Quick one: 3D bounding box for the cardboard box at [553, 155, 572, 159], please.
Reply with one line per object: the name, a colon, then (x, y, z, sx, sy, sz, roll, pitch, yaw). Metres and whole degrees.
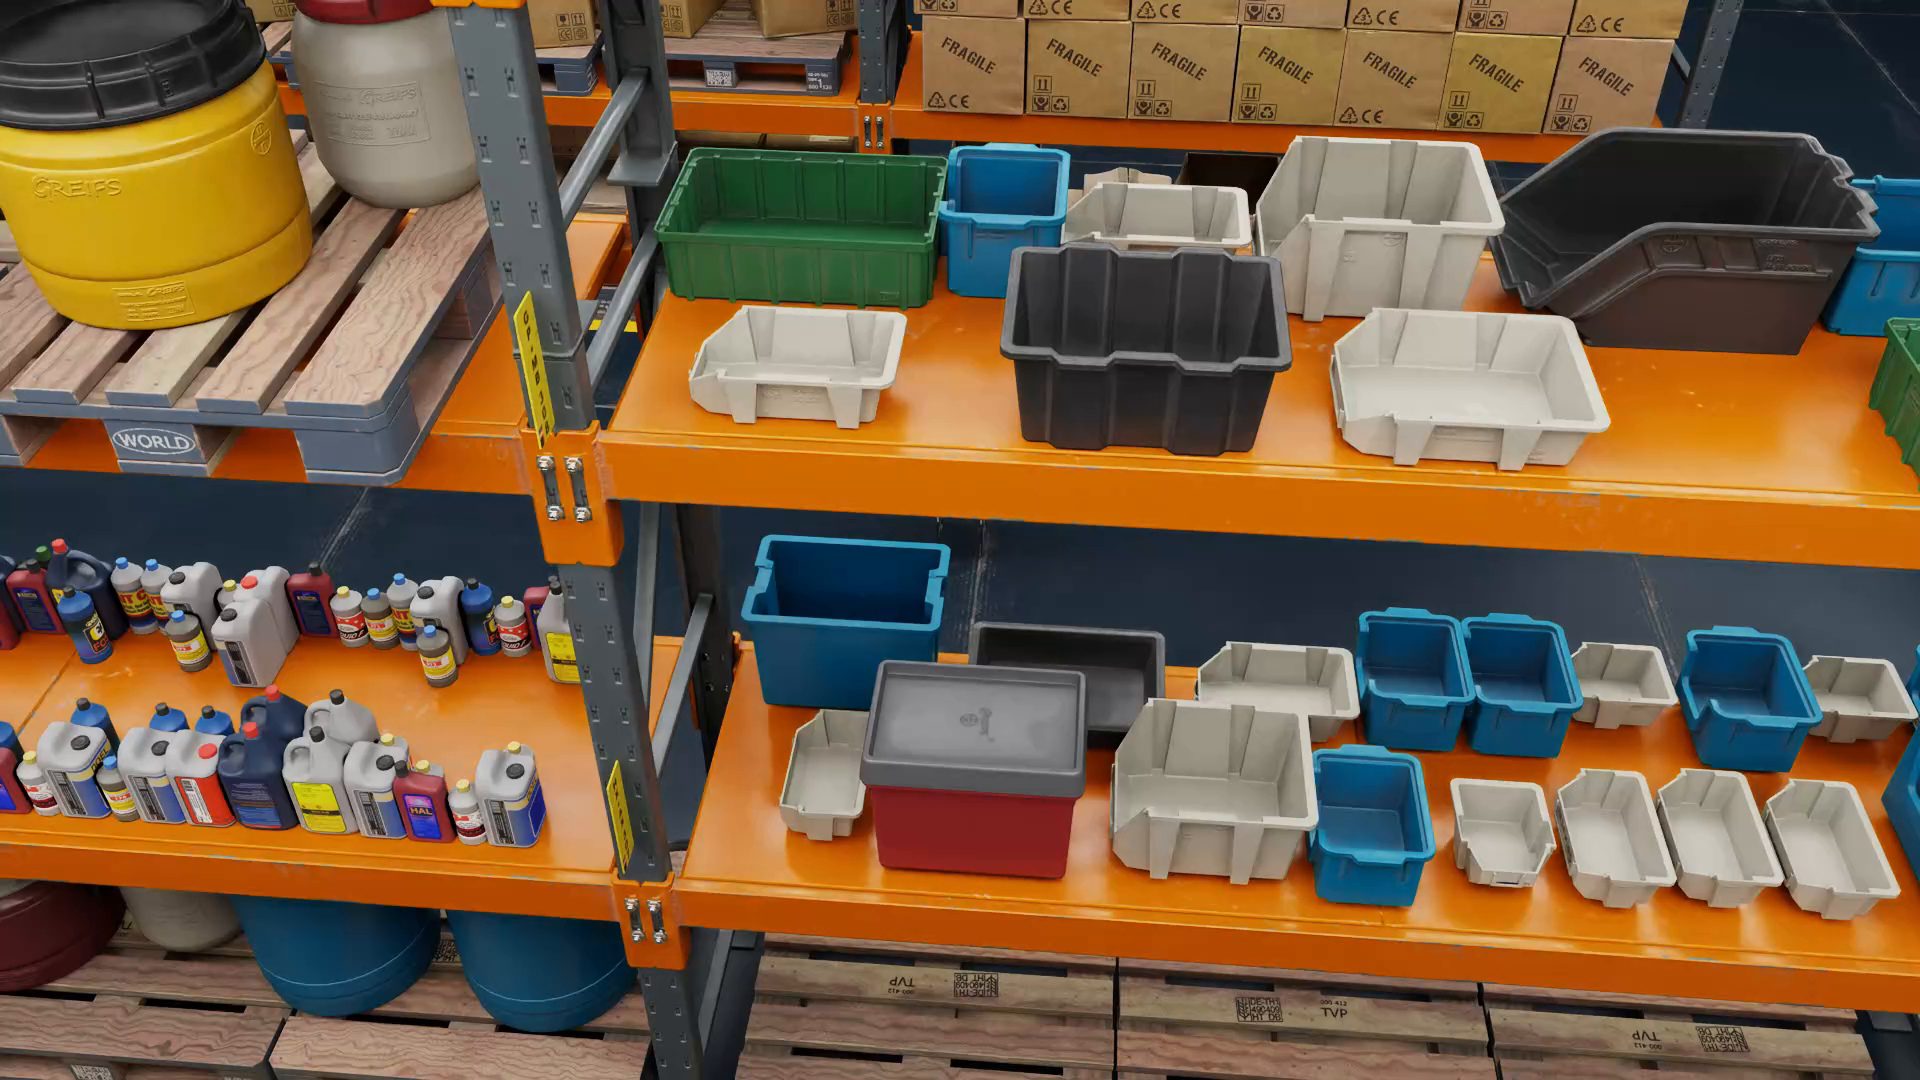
cardboard box: (-2.386, -2.102, 9.588, 0.500, 0.500, 0.500, 2, 39, 2)

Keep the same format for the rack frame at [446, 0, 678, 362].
rack frame: (-0.823, -1.851, 2.895, 0.127, 3.000, 1.000, 3, 39, 4)

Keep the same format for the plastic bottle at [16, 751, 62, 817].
plastic bottle: (-2.593, 0.678, 4.698, 0.097, 0.201, 0.097, 0, 39, 0)

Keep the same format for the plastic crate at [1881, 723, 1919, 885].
plastic crate: (2.812, 0.756, 4.370, 0.499, 0.435, 0.616, 3, 39, 4)

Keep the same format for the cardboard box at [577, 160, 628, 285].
cardboard box: (-1.900, -1.747, 9.152, 0.500, 0.500, 0.500, 4, 39, 4)

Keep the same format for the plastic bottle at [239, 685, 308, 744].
plastic bottle: (-1.939, 0.550, 4.737, 0.185, 0.351, 0.144, 3, 39, 4)

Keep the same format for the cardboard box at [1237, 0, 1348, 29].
cardboard box: (1.594, -2.780, 7.917, 0.500, 0.500, 0.500, 4, 39, 5)

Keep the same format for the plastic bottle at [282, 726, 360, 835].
plastic bottle: (-1.767, 0.651, 4.614, 0.185, 0.351, 0.144, 3, 39, 4)

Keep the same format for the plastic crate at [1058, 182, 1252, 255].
plastic crate: (0.477, -0.755, 4.135, 0.466, 0.136, 0.293, 3, 39, 4)

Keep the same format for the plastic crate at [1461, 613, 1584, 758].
plastic crate: (1.633, 0.443, 4.915, 0.300, 0.233, 0.416, 3, 39, 4)

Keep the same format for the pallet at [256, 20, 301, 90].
pallet: (-3.696, -2.790, 8.953, 1.003, 0.211, 1.213, 3, 39, 4)

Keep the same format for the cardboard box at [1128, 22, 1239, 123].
cardboard box: (1.101, -2.424, 8.273, 0.500, 0.500, 0.500, 3, 39, 4)

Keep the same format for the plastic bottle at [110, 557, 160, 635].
plastic bottle: (-2.615, 0.169, 5.268, 0.097, 0.271, 0.097, 0, 39, 0)

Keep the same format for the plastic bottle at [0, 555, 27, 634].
plastic bottle: (-3.075, 0.128, 5.256, 0.185, 0.351, 0.144, 3, 39, 4)

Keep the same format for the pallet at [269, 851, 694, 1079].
pallet: (-1.588, 1.489, 5.753, 1.213, 0.211, 1.003, 3, 39, 4)

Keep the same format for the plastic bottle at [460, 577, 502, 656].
plastic bottle: (-1.498, 0.230, 5.193, 0.097, 0.271, 0.097, 0, 39, 0)

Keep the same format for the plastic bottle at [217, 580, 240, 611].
plastic bottle: (-2.287, 0.214, 5.268, 0.097, 0.201, 0.097, 0, 39, 0)

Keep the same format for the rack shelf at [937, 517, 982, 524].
rack shelf: (0.008, -0.183, 7.600, 0.200, 0.077, 0.258, 3, 39, 4)

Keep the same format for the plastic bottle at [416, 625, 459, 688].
plastic bottle: (-1.608, 0.348, 5.104, 0.097, 0.201, 0.097, 0, 39, 0)

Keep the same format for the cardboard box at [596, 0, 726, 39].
cardboard box: (-1.535, -3.005, 8.654, 0.500, 0.500, 0.700, 9, 40, 11)

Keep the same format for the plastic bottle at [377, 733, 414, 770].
plastic bottle: (-1.615, 0.635, 4.751, 0.097, 0.201, 0.097, 0, 39, 0)

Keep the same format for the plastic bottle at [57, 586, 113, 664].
plastic bottle: (-2.725, 0.254, 5.163, 0.097, 0.271, 0.097, 0, 39, 0)

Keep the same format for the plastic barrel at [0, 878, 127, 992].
plastic barrel: (-3.194, 1.108, 5.590, 0.708, 0.588, 0.600, 3, 39, 4)

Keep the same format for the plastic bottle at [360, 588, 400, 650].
plastic bottle: (-1.826, 0.239, 5.237, 0.097, 0.201, 0.097, 0, 39, 0)

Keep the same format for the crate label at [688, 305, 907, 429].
crate label: (-0.361, -0.377, 3.670, 0.466, 0.136, 0.293, 3, 39, 4)

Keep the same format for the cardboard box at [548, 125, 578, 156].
cardboard box: (-2.349, -2.392, 9.351, 0.500, 0.250, 0.500, 2, 39, 3)

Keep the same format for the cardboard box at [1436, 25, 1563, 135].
cardboard box: (2.606, -2.339, 8.169, 0.500, 0.500, 0.500, 3, 39, 4)

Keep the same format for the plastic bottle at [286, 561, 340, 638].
plastic bottle: (-2.037, 0.184, 5.240, 0.133, 0.283, 0.061, 3, 39, 4)

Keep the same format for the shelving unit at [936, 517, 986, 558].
shelving unit: (0.008, -0.349, 7.465, 0.210, 0.900, 0.258, 3, 39, 4)

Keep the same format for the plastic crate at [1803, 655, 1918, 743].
plastic crate: (2.632, 0.483, 4.942, 0.298, 0.136, 0.250, 3, 39, 4)

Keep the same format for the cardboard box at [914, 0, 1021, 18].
cardboard box: (0.053, -2.863, 8.020, 0.500, 0.500, 0.500, 4, 39, 5)

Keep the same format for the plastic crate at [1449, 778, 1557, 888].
plastic crate: (1.470, 0.813, 4.536, 0.250, 0.136, 0.298, 3, 39, 4)

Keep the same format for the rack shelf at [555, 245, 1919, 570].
rack shelf: (1.169, -0.300, 3.936, 4.000, 0.370, 1.077, 3, 39, 4)

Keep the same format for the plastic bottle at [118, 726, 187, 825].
plastic bottle: (-2.244, 0.651, 4.672, 0.135, 0.276, 0.152, 3, 39, 4)

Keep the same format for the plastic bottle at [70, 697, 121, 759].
plastic bottle: (-2.483, 0.561, 4.787, 0.097, 0.271, 0.097, 0, 39, 0)

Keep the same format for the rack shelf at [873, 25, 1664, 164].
rack shelf: (1.600, -2.251, 8.710, 4.000, 0.370, 1.077, 3, 39, 4)

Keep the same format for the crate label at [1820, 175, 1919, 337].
crate label: (2.271, -0.665, 3.933, 0.502, 0.251, 0.408, 3, 39, 4)

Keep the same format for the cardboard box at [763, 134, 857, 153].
cardboard box: (-0.853, -2.020, 9.487, 0.500, 0.500, 0.500, 1, 39, 2)

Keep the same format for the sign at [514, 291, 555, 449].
sign: (-0.873, -0.345, 3.415, 0.005, 0.325, 0.100, 3, 39, 4)

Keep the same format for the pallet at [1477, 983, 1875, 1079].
pallet: (2.344, 1.706, 5.487, 1.213, 0.211, 1.003, 3, 39, 4)

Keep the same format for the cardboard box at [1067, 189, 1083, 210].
cardboard box: (0.579, -1.869, 9.580, 0.250, 0.149, 0.380, 3, 39, 4)

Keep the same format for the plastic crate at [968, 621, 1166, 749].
plastic crate: (0.315, 0.451, 4.990, 0.590, 0.125, 0.437, 3, 39, 4)

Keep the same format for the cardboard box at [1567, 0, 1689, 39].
cardboard box: (3.126, -2.699, 7.819, 0.500, 0.500, 0.500, 3, 39, 3)

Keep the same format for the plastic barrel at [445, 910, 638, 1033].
plastic barrel: (-1.364, 1.086, 5.369, 0.708, 0.901, 0.600, 3, 39, 4)

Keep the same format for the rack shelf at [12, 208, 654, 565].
rack shelf: (-2.816, -0.517, 4.203, 4.000, 0.370, 1.077, 3, 39, 4)

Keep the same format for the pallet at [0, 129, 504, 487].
pallet: (-1.613, -0.596, 3.879, 1.003, 0.211, 1.213, 3, 39, 4)

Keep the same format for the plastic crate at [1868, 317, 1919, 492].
plastic crate: (2.155, -0.262, 3.487, 0.336, 0.188, 0.450, 3, 39, 4)

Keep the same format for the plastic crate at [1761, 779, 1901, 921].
plastic crate: (2.334, 0.842, 4.501, 0.243, 0.136, 0.396, 3, 39, 4)

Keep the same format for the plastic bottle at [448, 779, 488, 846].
plastic bottle: (-1.362, 0.746, 4.615, 0.097, 0.201, 0.097, 0, 39, 0)
